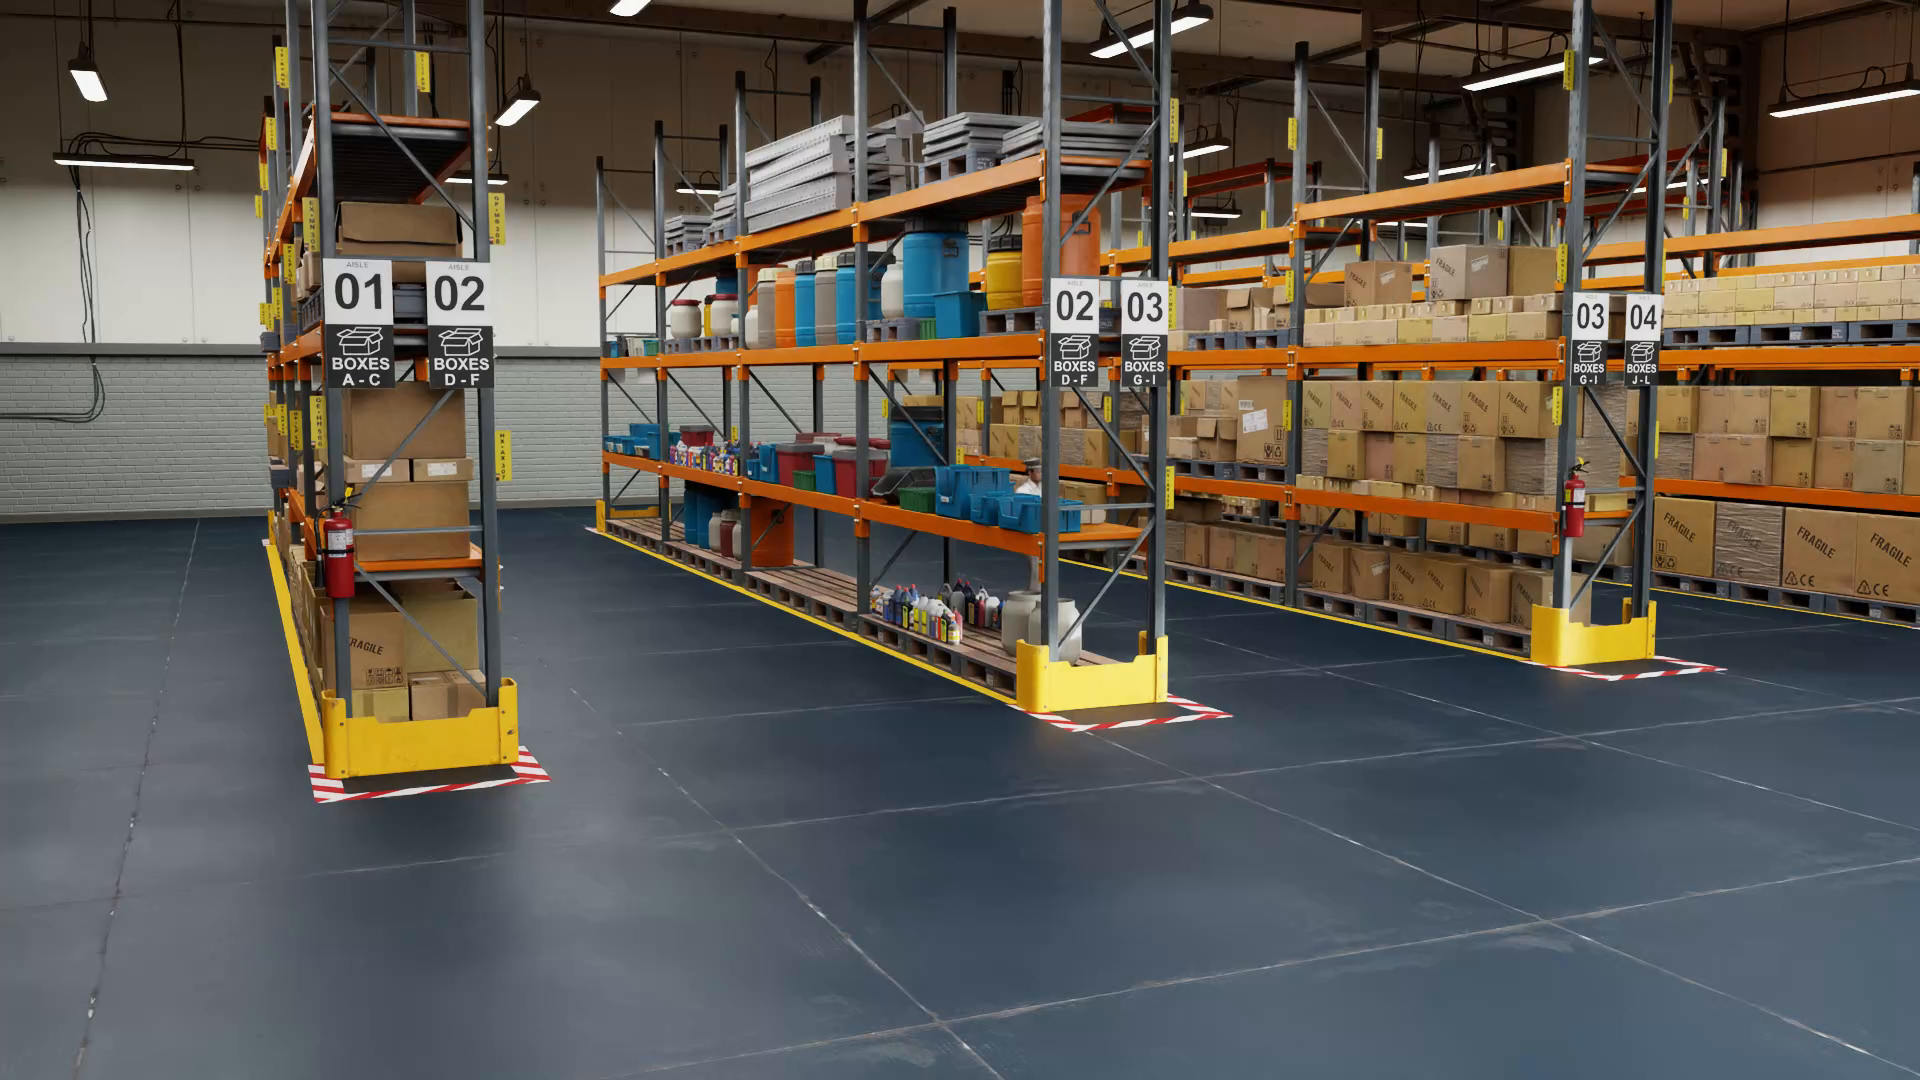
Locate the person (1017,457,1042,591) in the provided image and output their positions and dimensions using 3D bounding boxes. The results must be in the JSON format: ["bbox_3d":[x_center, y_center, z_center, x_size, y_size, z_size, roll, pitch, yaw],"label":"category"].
[{"bbox_3d":[0.782,-0.017,17.039,0.608,1.662,0.472,5,7,42],"label":"person"}]
